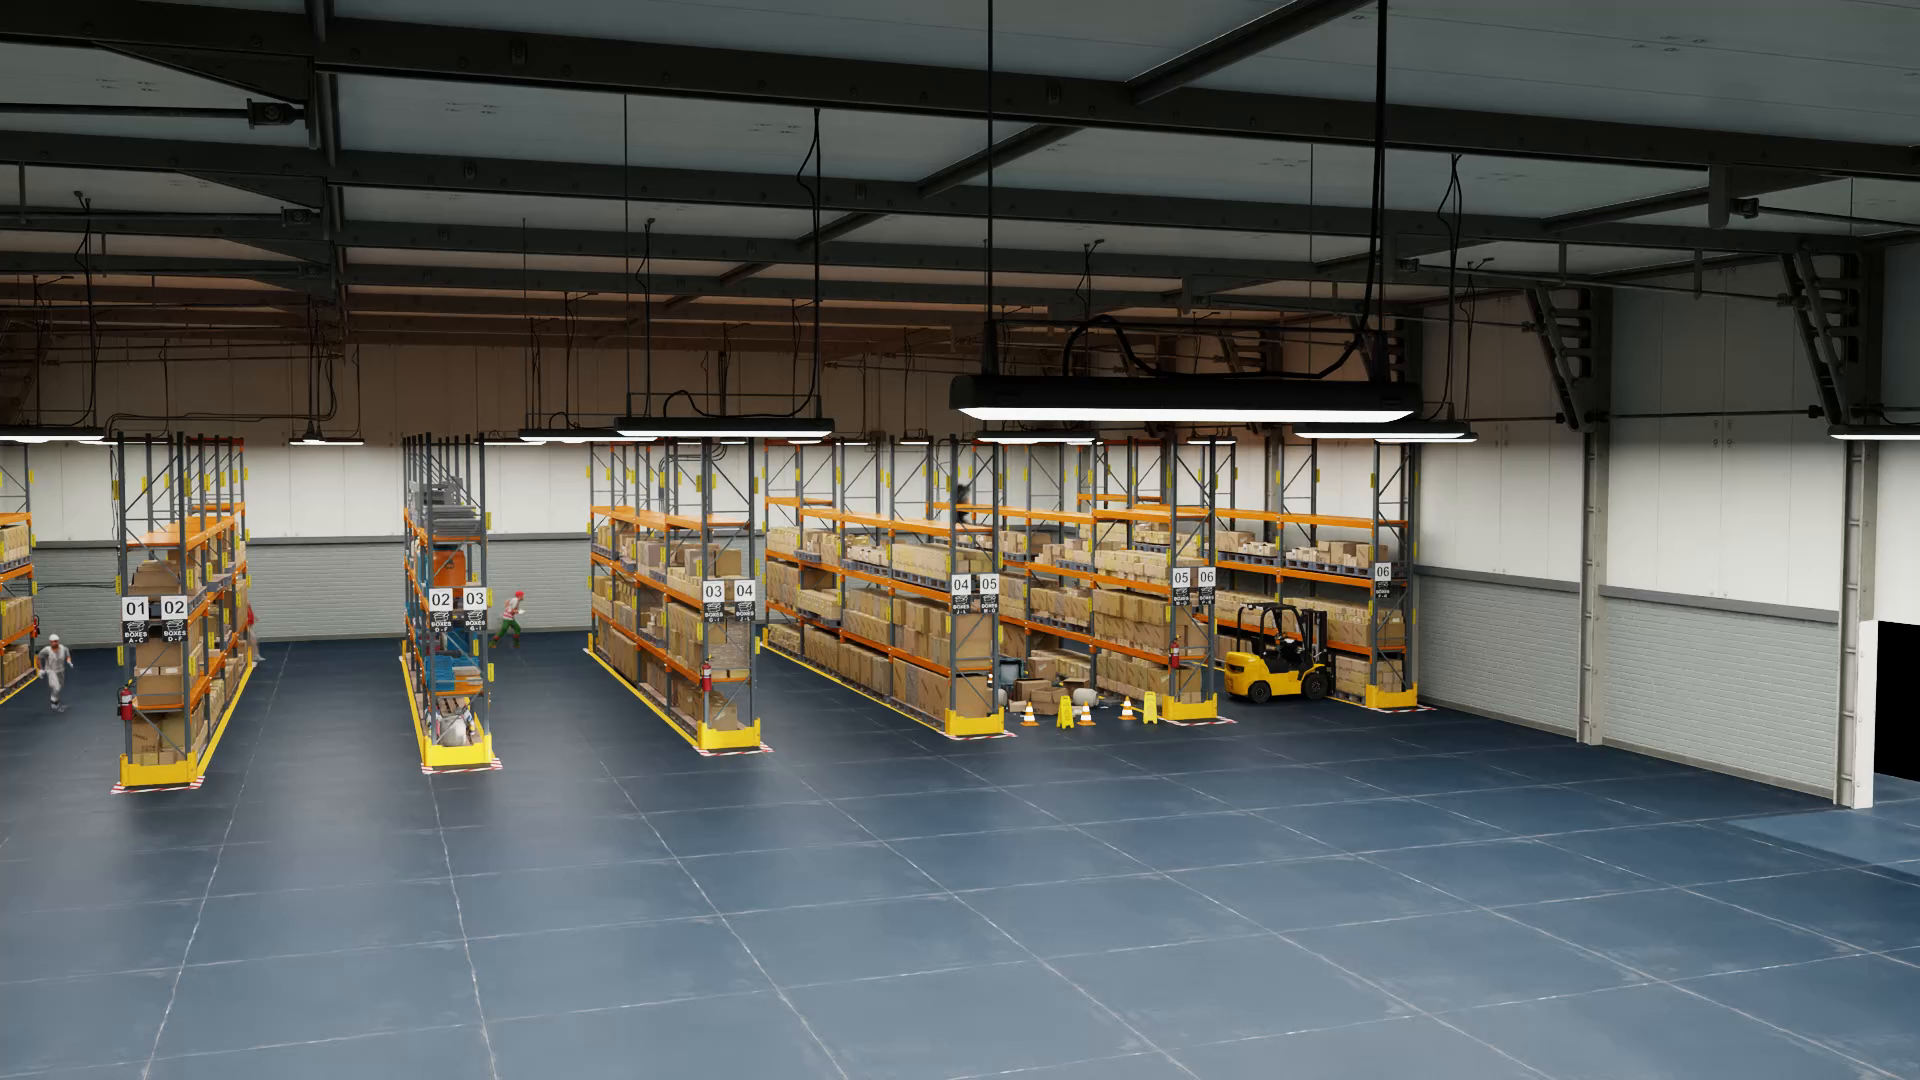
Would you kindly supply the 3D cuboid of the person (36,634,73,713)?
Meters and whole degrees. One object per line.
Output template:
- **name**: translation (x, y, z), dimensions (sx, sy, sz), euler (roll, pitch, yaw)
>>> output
- **person**: translation (-19.584, 2.895, 36.066), dimensions (0.835, 1.738, 0.644), euler (2, 4, 26)

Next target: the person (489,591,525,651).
- **person**: translation (-12.785, 2.302, 46.939), dimensions (1.030, 1.732, 0.705), euler (-1, 3, -17)

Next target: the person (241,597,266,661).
- **person**: translation (-19.132, 2.387, 44.579), dimensions (0.994, 1.722, 0.692), euler (-1, 3, -11)
